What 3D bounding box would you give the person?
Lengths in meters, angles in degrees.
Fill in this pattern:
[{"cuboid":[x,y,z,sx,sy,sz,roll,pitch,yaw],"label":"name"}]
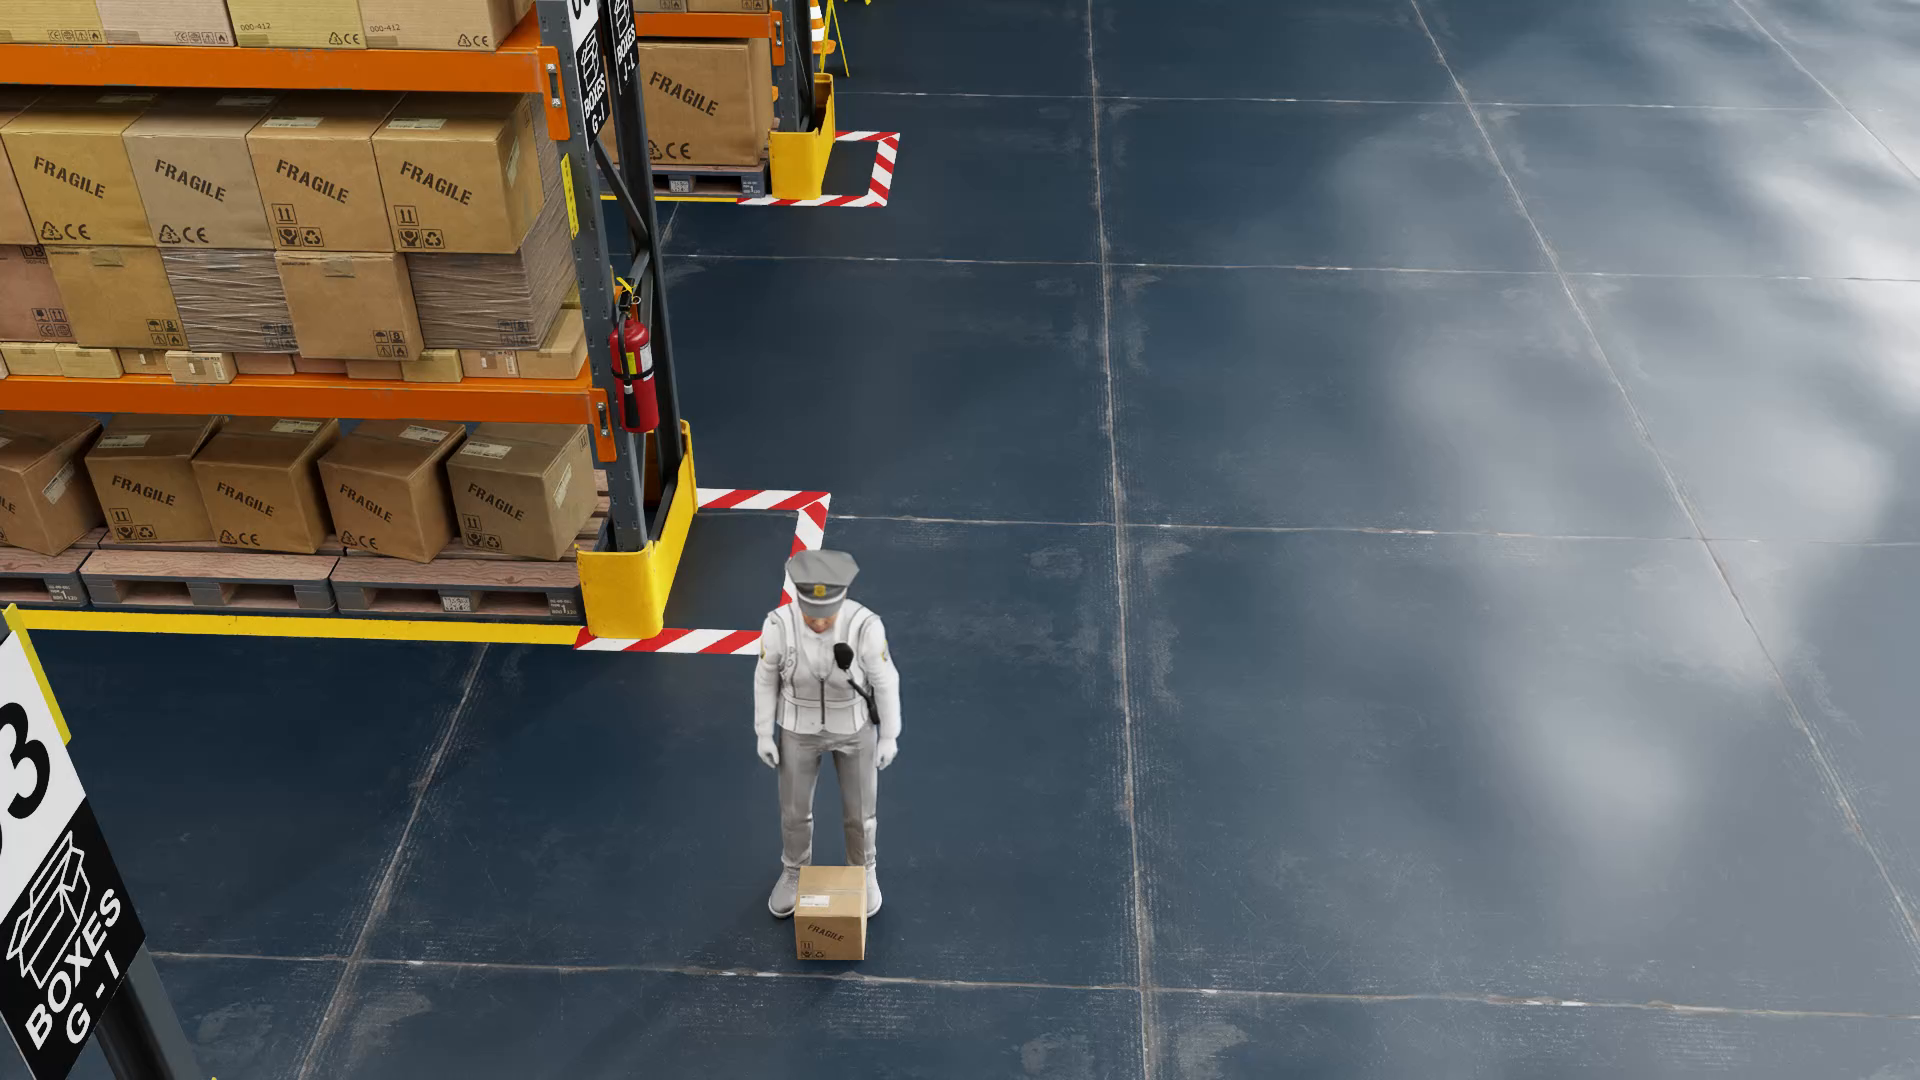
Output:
[{"cuboid":[-0.487,0.714,6.125,0.535,1.663,0.379,1,36,1],"label":"person"}]
